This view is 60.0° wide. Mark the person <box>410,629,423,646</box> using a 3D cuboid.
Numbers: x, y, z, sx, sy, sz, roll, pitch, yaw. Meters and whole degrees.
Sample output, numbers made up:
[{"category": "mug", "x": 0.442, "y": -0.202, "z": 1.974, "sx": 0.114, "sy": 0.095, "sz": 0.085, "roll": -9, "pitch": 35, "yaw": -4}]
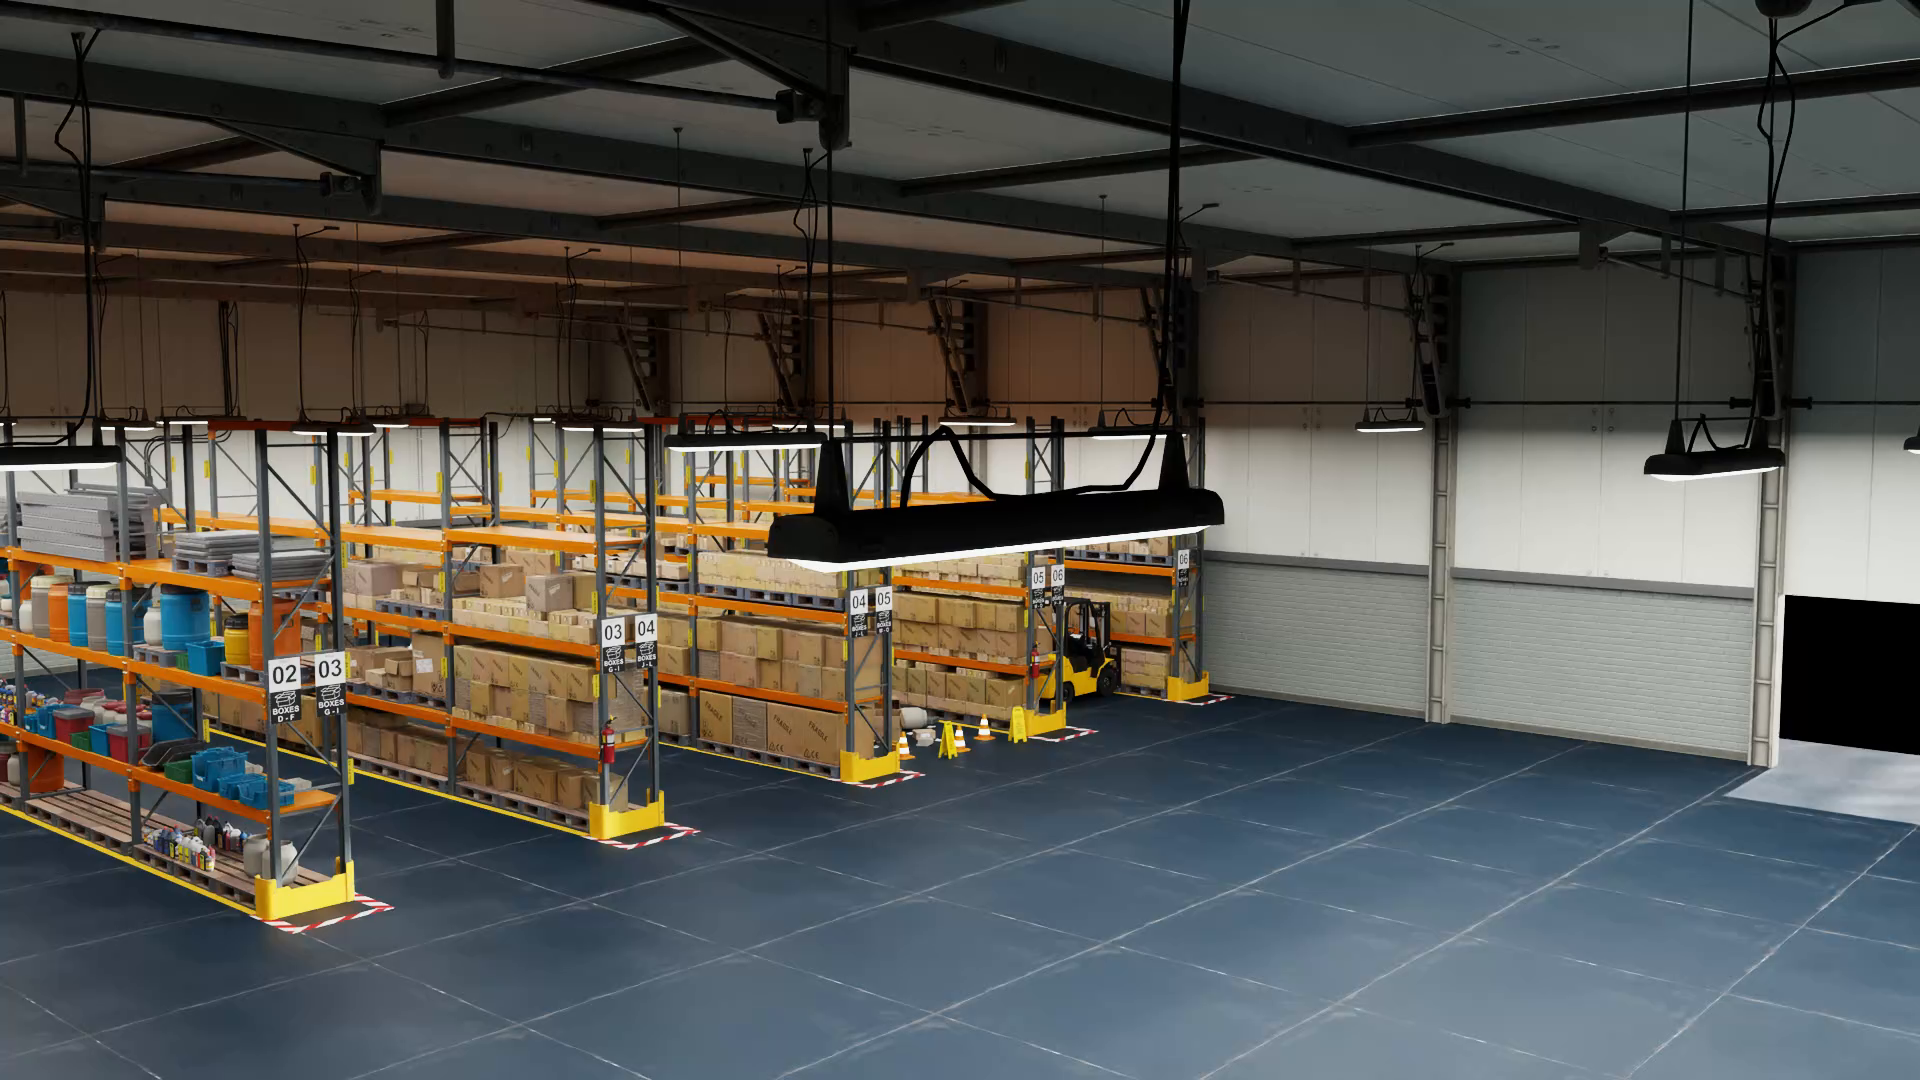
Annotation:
[{"category": "person", "x": -11.211, "y": 2.647, "z": 34.453, "sx": 0.384, "sy": 1.642, "sz": 0.962, "roll": -4, "pitch": 6, "yaw": -43}]
